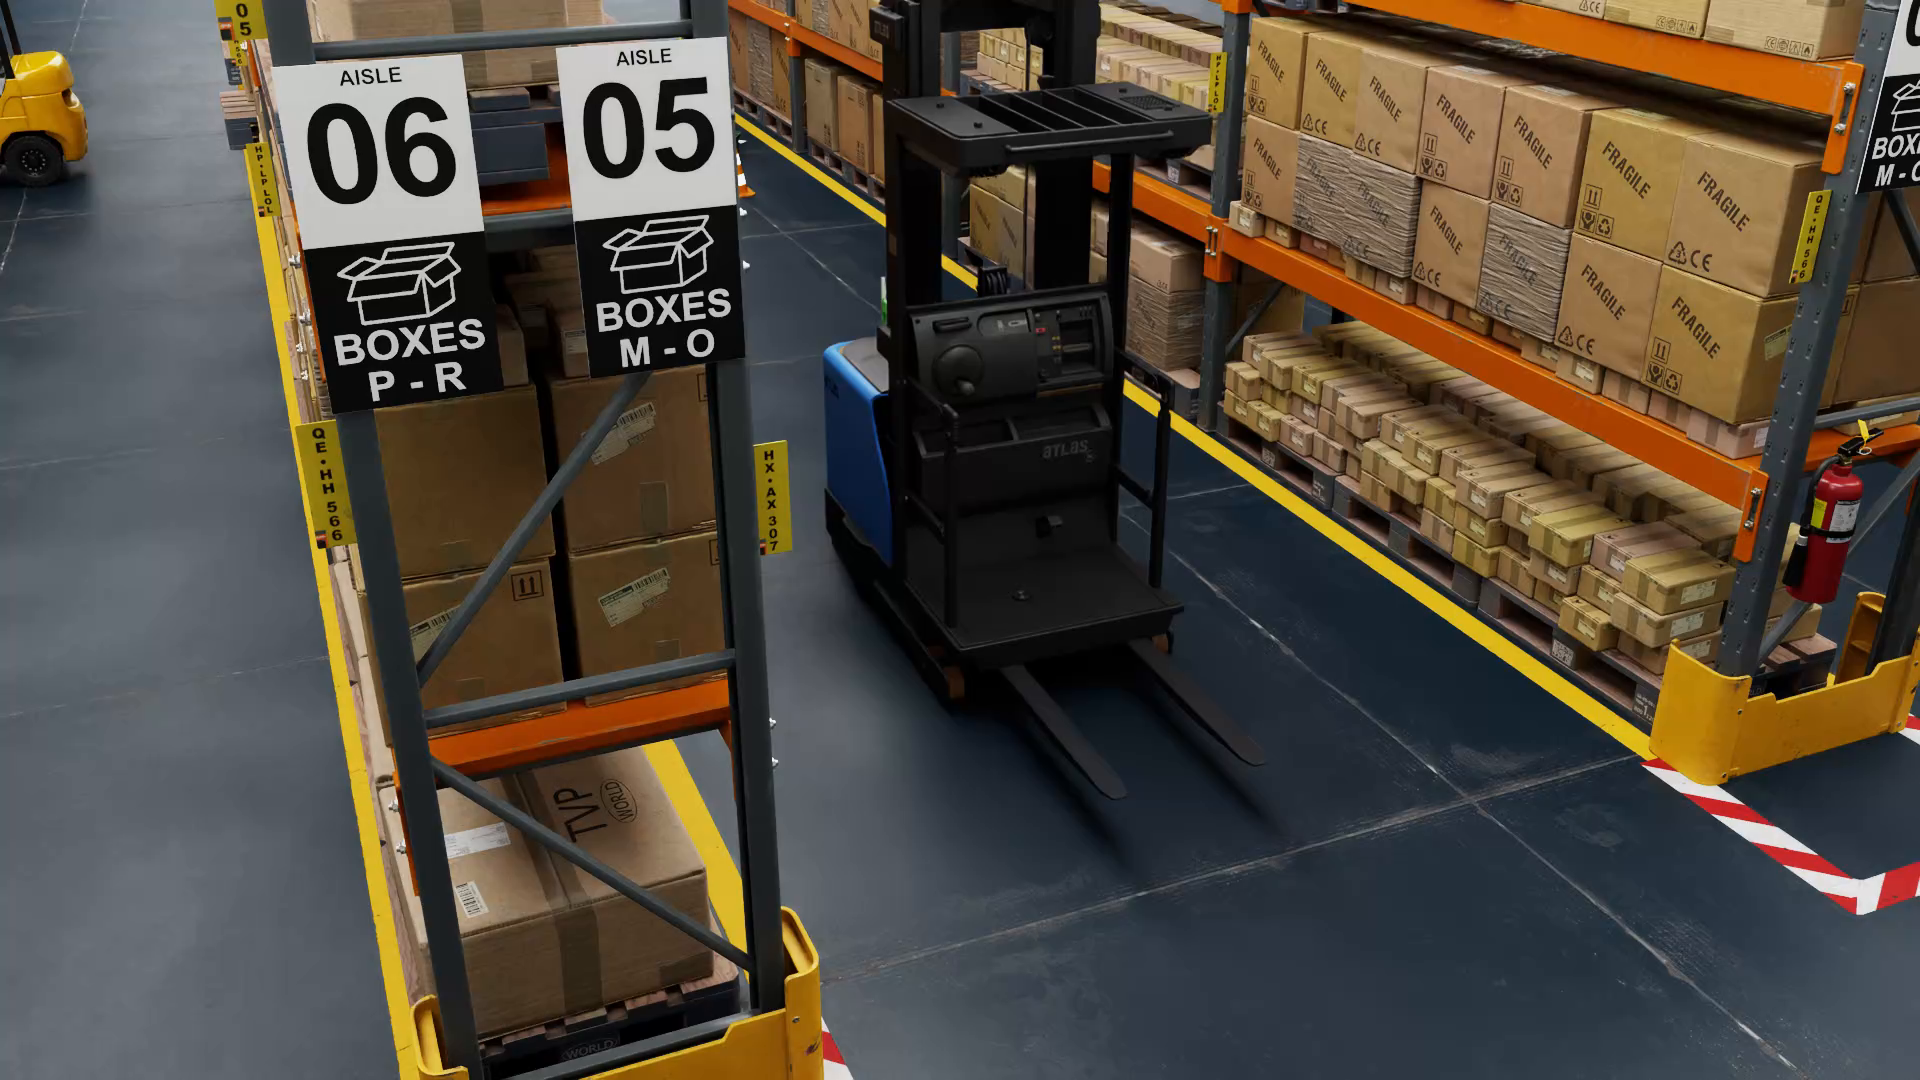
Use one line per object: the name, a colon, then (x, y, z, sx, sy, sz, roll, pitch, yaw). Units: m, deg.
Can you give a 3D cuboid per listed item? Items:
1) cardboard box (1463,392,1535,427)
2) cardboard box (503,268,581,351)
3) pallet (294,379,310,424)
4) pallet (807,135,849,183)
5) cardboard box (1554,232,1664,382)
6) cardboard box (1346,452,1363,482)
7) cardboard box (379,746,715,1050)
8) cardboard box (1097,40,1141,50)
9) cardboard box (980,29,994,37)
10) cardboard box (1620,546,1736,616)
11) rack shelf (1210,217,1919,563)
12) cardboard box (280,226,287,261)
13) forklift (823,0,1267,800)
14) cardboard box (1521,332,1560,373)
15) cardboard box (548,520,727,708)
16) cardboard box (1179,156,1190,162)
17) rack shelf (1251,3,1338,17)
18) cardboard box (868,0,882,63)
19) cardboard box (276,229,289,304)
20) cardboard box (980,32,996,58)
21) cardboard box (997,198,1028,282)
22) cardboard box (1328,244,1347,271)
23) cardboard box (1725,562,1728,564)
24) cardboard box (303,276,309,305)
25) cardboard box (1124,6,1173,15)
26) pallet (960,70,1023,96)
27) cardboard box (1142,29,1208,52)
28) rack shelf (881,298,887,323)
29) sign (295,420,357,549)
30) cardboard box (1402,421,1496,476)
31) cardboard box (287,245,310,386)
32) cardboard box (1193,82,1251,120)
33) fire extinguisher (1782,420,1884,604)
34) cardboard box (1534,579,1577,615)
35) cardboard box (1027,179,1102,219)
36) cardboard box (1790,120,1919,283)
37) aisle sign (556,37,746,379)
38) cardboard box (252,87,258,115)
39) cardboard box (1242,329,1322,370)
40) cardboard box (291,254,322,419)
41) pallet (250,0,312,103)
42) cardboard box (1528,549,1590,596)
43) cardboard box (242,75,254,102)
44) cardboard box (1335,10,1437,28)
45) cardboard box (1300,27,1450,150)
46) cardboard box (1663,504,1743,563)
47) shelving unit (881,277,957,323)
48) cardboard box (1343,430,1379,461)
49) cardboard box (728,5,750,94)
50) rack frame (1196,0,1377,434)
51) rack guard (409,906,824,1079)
cardboard box: (2.886, -0.661, 8.778, 0.380, 0.149, 0.250, -12, 28, -22)
cardboard box: (-1.072, -0.663, 4.697, 0.380, 0.149, 0.250, -10, 28, -19)
pallet: (-3.440, -0.747, 10.039, 1.003, 0.211, 1.213, -11, 28, -21)
pallet: (-0.833, -3.777, 16.246, 1.003, 0.211, 1.213, -11, 28, -21)
cardboard box: (2.885, -1.009, 6.945, 0.500, 0.500, 0.500, -11, 28, -21)
cardboard box: (2.308, -0.409, 8.940, 0.380, 0.149, 0.250, -12, 28, -23)
cardboard box: (-1.370, 1.120, 5.478, 0.875, 0.438, 0.875, -12, 28, -22)
cardboard box: (0.975, -3.206, 11.027, 0.380, 0.149, 0.250, -11, 28, -21)
cardboard box: (0.367, -3.836, 12.317, 0.380, 0.149, 0.250, -11, 28, -21)
cardboard box: (3.055, 0.170, 7.075, 0.380, 0.149, 0.250, -10, 28, -20)
rack shelf: (2.712, -0.969, 8.135, 1.077, 0.370, 4.000, -11, 28, -21)
cardboard box: (-3.192, -1.484, 8.542, 0.500, 0.250, 0.500, -11, 28, -21)
forklift: (0.320, -0.813, 7.074, 1.130, 2.935, 3.031, -10, 28, -20)
cardboard box: (2.735, -0.871, 7.401, 0.380, 0.149, 0.250, -12, 28, -23)
cardboard box: (-0.944, 0.119, 4.974, 0.500, 0.500, 0.500, -11, 28, -21)
cardboard box: (1.489, -2.406, 10.067, 0.380, 0.149, 0.250, -10, 28, -20)
rack shelf: (4.182, -5.010, 16.412, 1.077, 0.370, 4.000, -11, 28, -21)
cardboard box: (-0.451, -4.298, 14.020, 0.500, 0.500, 0.500, -11, 28, -21)
cardboard box: (-3.613, -1.403, 10.147, 0.875, 0.875, 0.875, -10, 28, -20)
cardboard box: (0.367, -3.694, 12.366, 0.380, 0.149, 0.250, -9, 28, -18)
cardboard box: (0.605, -2.248, 12.305, 0.500, 0.500, 0.500, -10, 28, -20)
cardboard box: (2.162, -1.515, 8.720, 0.380, 0.149, 0.250, -12, 28, -23)
cardboard box: (3.471, 0.098, 7.561, 0.380, 0.149, 0.250, -11, 28, -21)
cardboard box: (-1.645, -0.677, 4.726, 0.380, 0.149, 0.250, -11, 28, -21)
cardboard box: (2.327, -6.330, 20.667, 0.500, 0.500, 0.500, -3, 26, -7)
pallet: (0.739, -3.358, 12.428, 1.213, 0.211, 1.003, -11, 28, -21)
cardboard box: (1.480, -3.416, 11.457, 0.380, 0.149, 0.250, -9, 27, -18)
rack shelf: (-0.217, -1.156, 8.801, 0.258, 0.148, 0.480, -10, 28, -20)
sign: (-1.525, -0.132, 4.012, 0.100, 0.325, 0.005, -11, 28, -21)
cardboard box: (2.461, -0.464, 8.375, 0.380, 0.149, 0.250, -10, 28, -20)
cardboard box: (-2.644, -1.018, 7.303, 0.500, 0.500, 0.500, -10, 28, -19)
cardboard box: (1.592, -2.571, 9.726, 0.380, 0.149, 0.250, -9, 28, -18)
fire extinguisher: (3.169, -0.101, 6.052, 0.296, 0.674, 0.183, -11, 28, -21)
cardboard box: (2.879, 0.223, 7.644, 0.380, 0.149, 0.250, -11, 28, -21)
cardboard box: (0.790, -2.390, 11.742, 0.500, 0.250, 0.500, -10, 28, -20)
cardboard box: (3.564, -1.339, 6.481, 0.500, 0.500, 0.500, -11, 28, -21)
aisle sign: (-0.725, -0.782, 3.970, 0.394, 0.787, 0.004, -11, 28, -21)
cardboard box: (-4.182, -2.733, 10.530, 0.500, 0.250, 0.500, -11, 28, -21)
cardboard box: (1.873, -1.100, 9.676, 0.380, 0.149, 0.250, -9, 28, -19)
cardboard box: (-1.850, -0.647, 5.403, 0.500, 0.500, 0.500, -11, 28, -21)
pallet: (-1.802, -1.692, 5.479, 1.003, 0.211, 1.213, -11, 28, -21)
cardboard box: (2.821, 0.101, 7.557, 0.380, 0.149, 0.250, -12, 28, -23)
cardboard box: (-4.809, -3.180, 11.653, 0.380, 0.149, 0.250, -11, 28, -21)
cardboard box: (2.362, -2.584, 9.031, 0.500, 0.500, 0.500, -12, 28, -22)
cardboard box: (2.098, -2.297, 8.442, 0.500, 0.500, 0.500, -11, 28, -22)
cardboard box: (3.384, -0.020, 7.465, 0.380, 0.149, 0.250, -10, 28, -20)
shelving unit: (-0.217, -0.782, 8.984, 0.258, 1.200, 0.503, -10, 28, -20)
cardboard box: (2.276, -0.536, 8.860, 0.380, 0.149, 0.250, -9, 28, -18)
cardboard box: (-2.098, -5.560, 18.663, 0.875, 0.875, 0.875, -11, 28, -21)
rack frame: (1.929, -2.099, 9.631, 1.000, 3.000, 0.127, -11, 28, -21)
rack guard: (-1.011, 1.540, 5.026, 1.175, 0.500, 0.348, -11, 28, -21)
